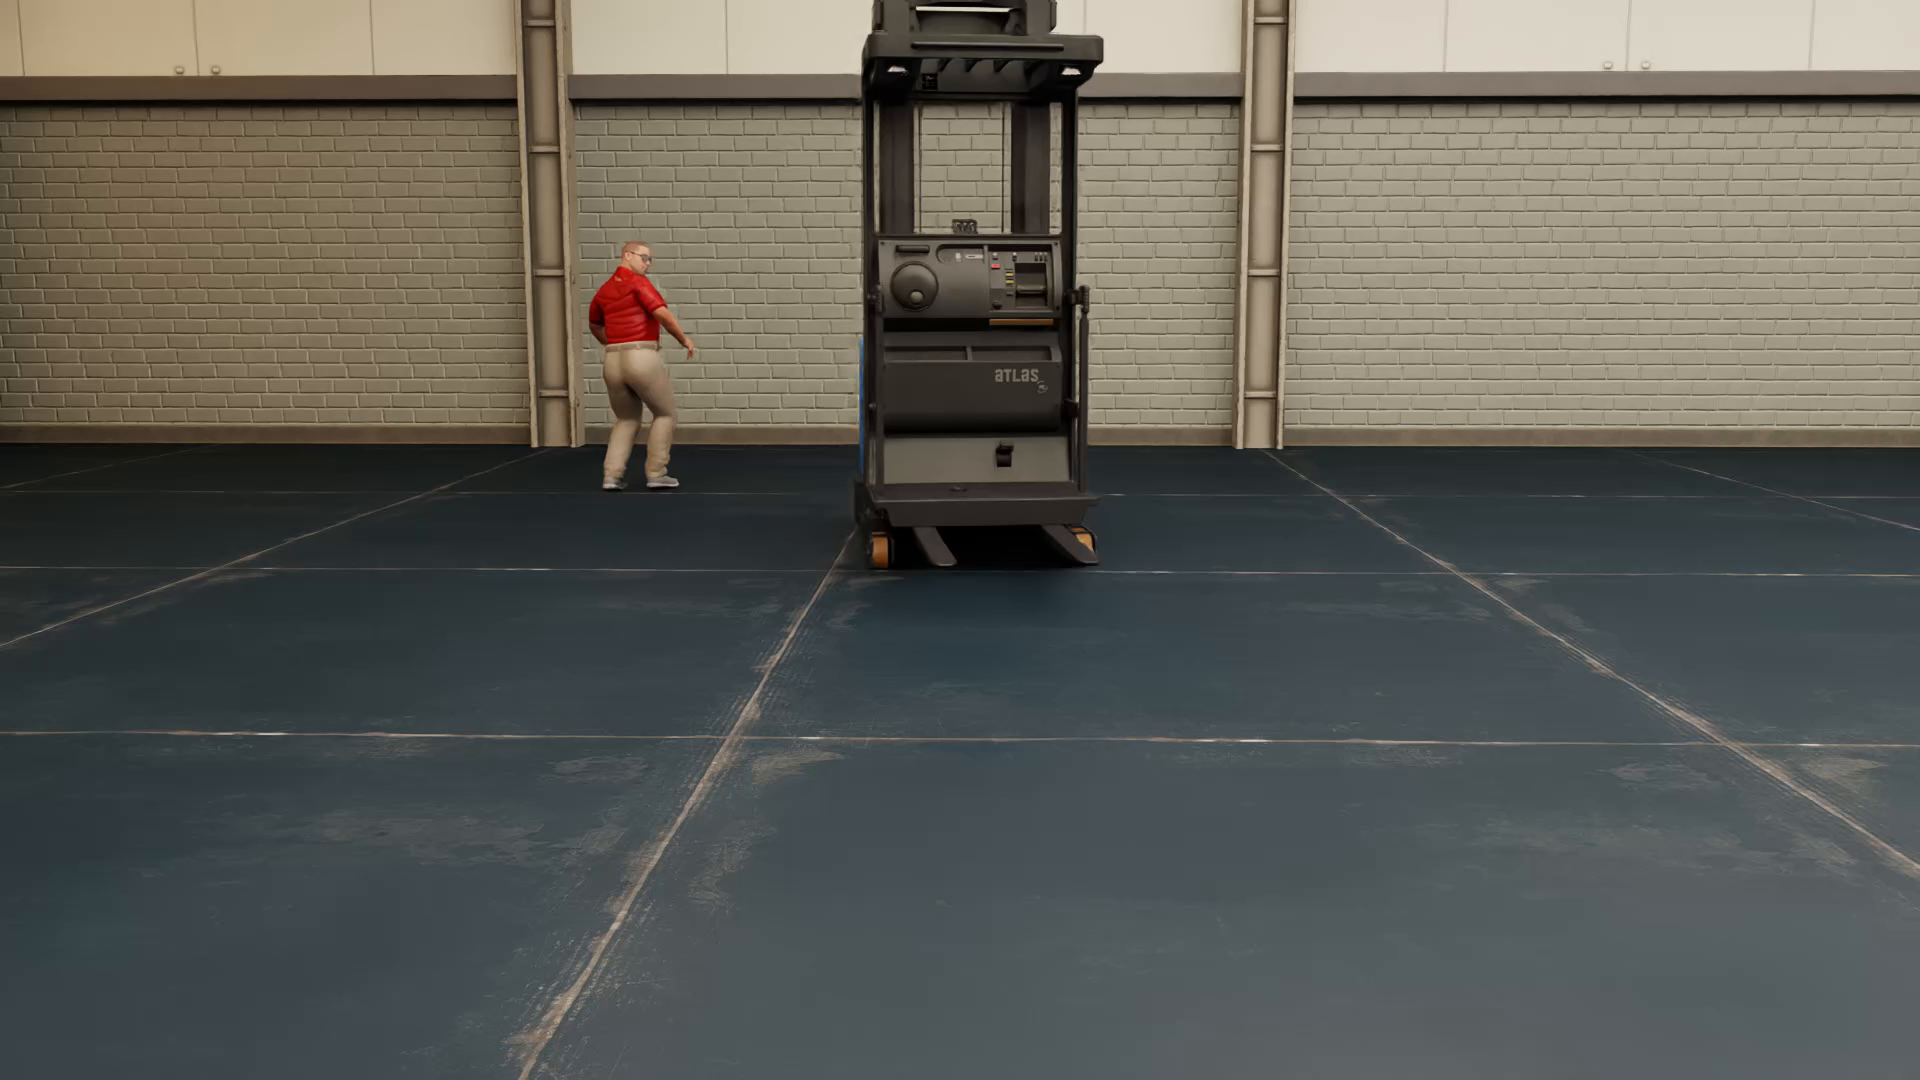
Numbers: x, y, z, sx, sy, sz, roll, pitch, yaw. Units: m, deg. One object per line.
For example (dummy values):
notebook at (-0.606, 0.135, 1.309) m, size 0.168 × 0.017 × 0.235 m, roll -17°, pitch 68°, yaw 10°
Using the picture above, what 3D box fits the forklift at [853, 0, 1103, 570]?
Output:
forklift at (0.077, -1.357, 8.180) m, size 1.130 × 2.935 × 3.031 m, roll -1°, pitch 9°, yaw -6°

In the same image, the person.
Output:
person at (-2.156, -1.157, 11.187) m, size 0.775 × 1.684 × 0.604 m, roll 5°, pitch 10°, yaw 29°
